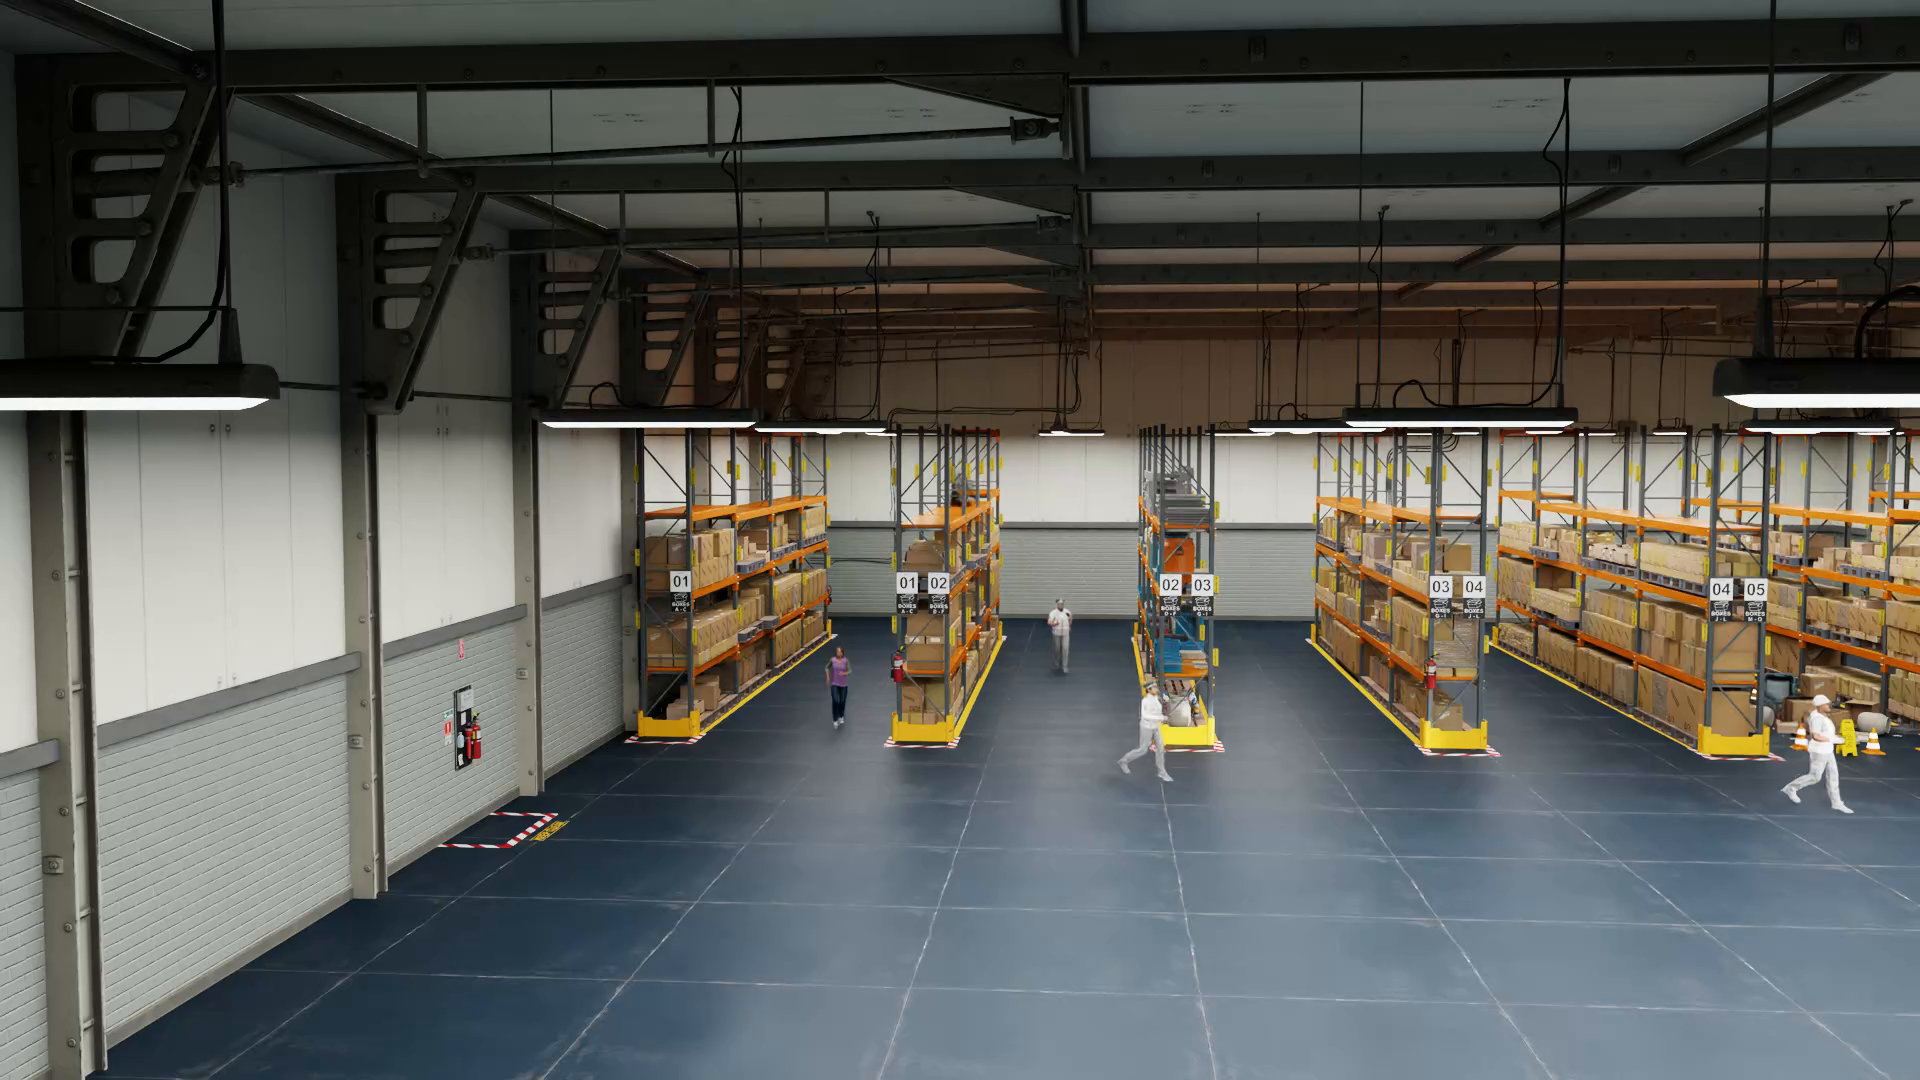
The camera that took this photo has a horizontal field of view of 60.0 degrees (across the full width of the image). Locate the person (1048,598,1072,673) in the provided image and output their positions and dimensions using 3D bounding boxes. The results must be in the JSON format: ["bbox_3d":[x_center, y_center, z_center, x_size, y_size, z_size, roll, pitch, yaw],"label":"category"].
[{"bbox_3d":[2.480,2.323,40.966,0.659,1.793,0.966,0,3,-6],"label":"person"}]

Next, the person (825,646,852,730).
[{"bbox_3d":[-2.402,2.916,32.950,0.503,1.644,0.710,-1,4,-9],"label":"person"}]

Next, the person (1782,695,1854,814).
[{"bbox_3d":[13.193,3.265,25.530,0.985,1.792,0.682,3,4,39],"label":"person"}]

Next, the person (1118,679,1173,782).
[{"bbox_3d":[3.146,3.176,27.937,0.935,1.715,0.622,2,4,31],"label":"person"}]
